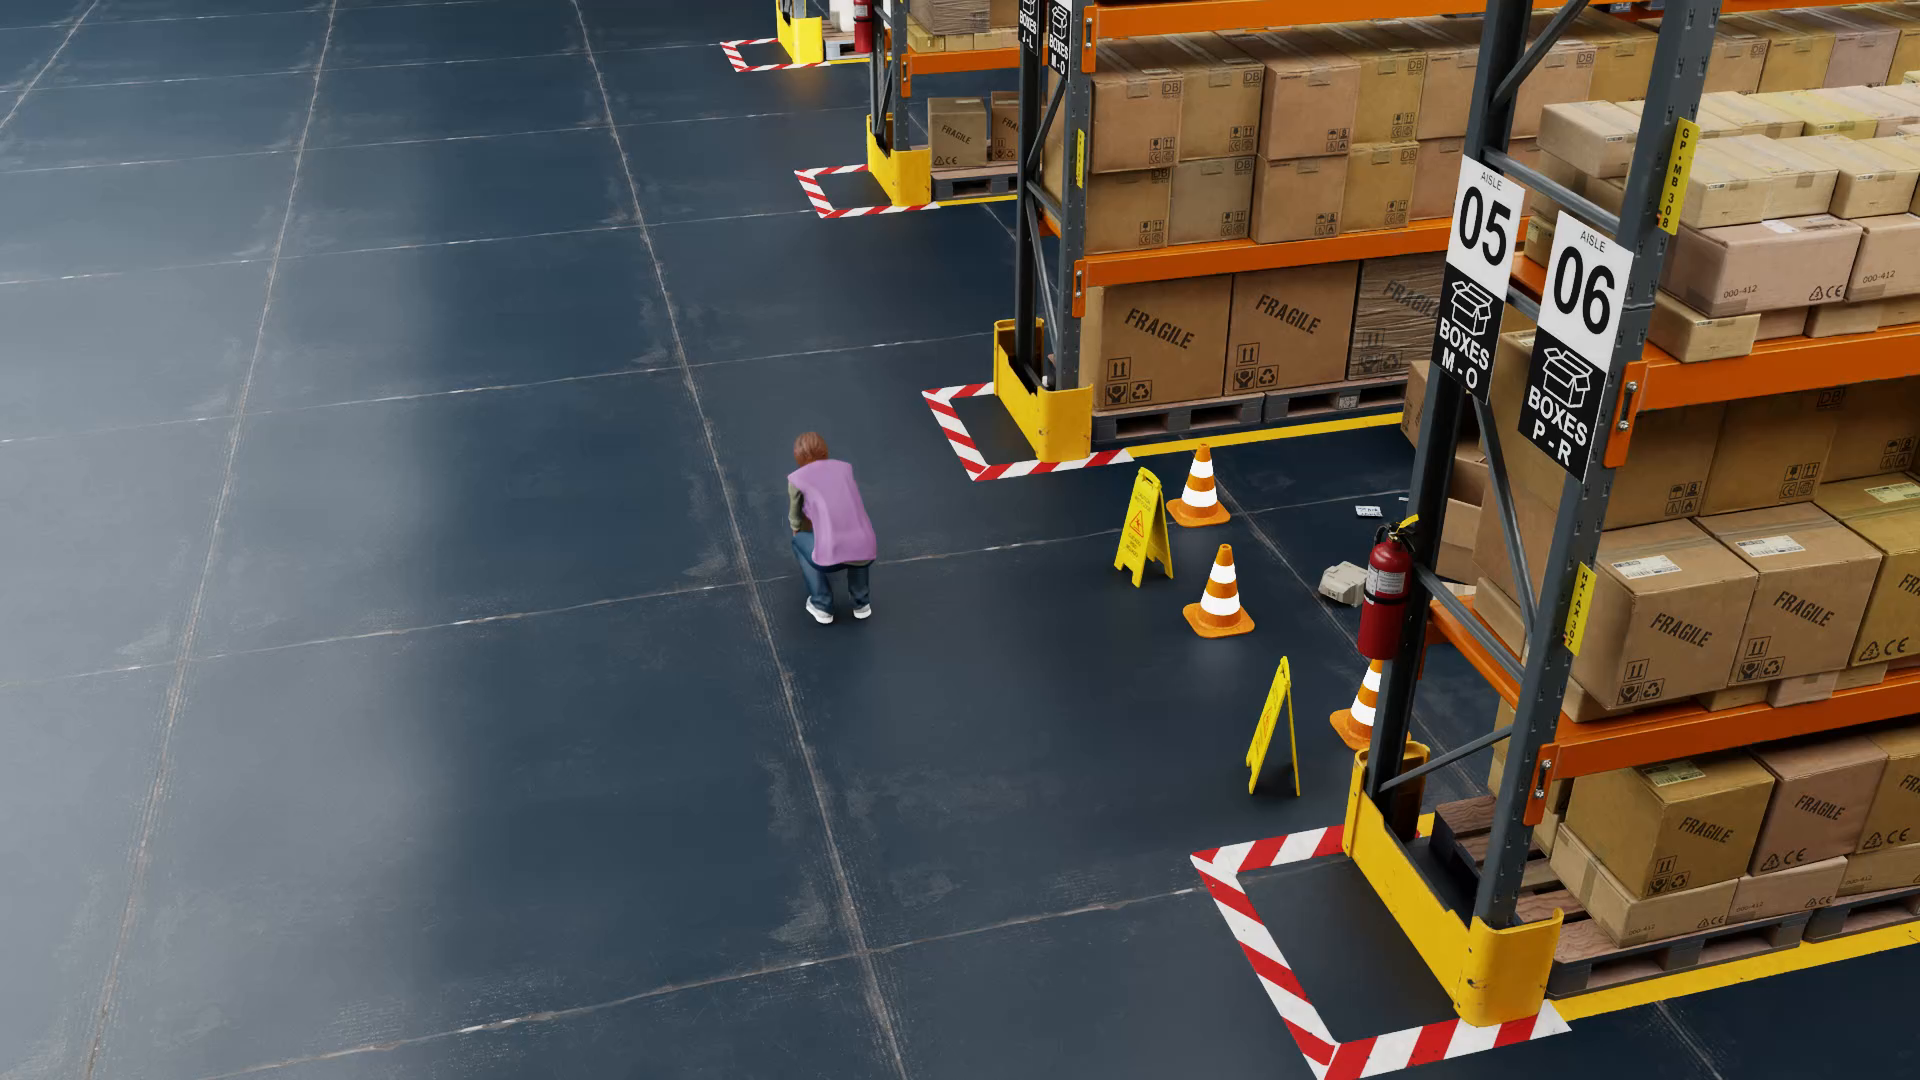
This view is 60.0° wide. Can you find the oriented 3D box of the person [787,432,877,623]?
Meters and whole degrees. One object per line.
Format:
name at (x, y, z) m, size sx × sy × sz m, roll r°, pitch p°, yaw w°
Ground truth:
person at (-0.697, -0.049, 9.026) m, size 0.420 × 0.884 × 0.829 m, roll -9°, pitch 32°, yaw -14°
